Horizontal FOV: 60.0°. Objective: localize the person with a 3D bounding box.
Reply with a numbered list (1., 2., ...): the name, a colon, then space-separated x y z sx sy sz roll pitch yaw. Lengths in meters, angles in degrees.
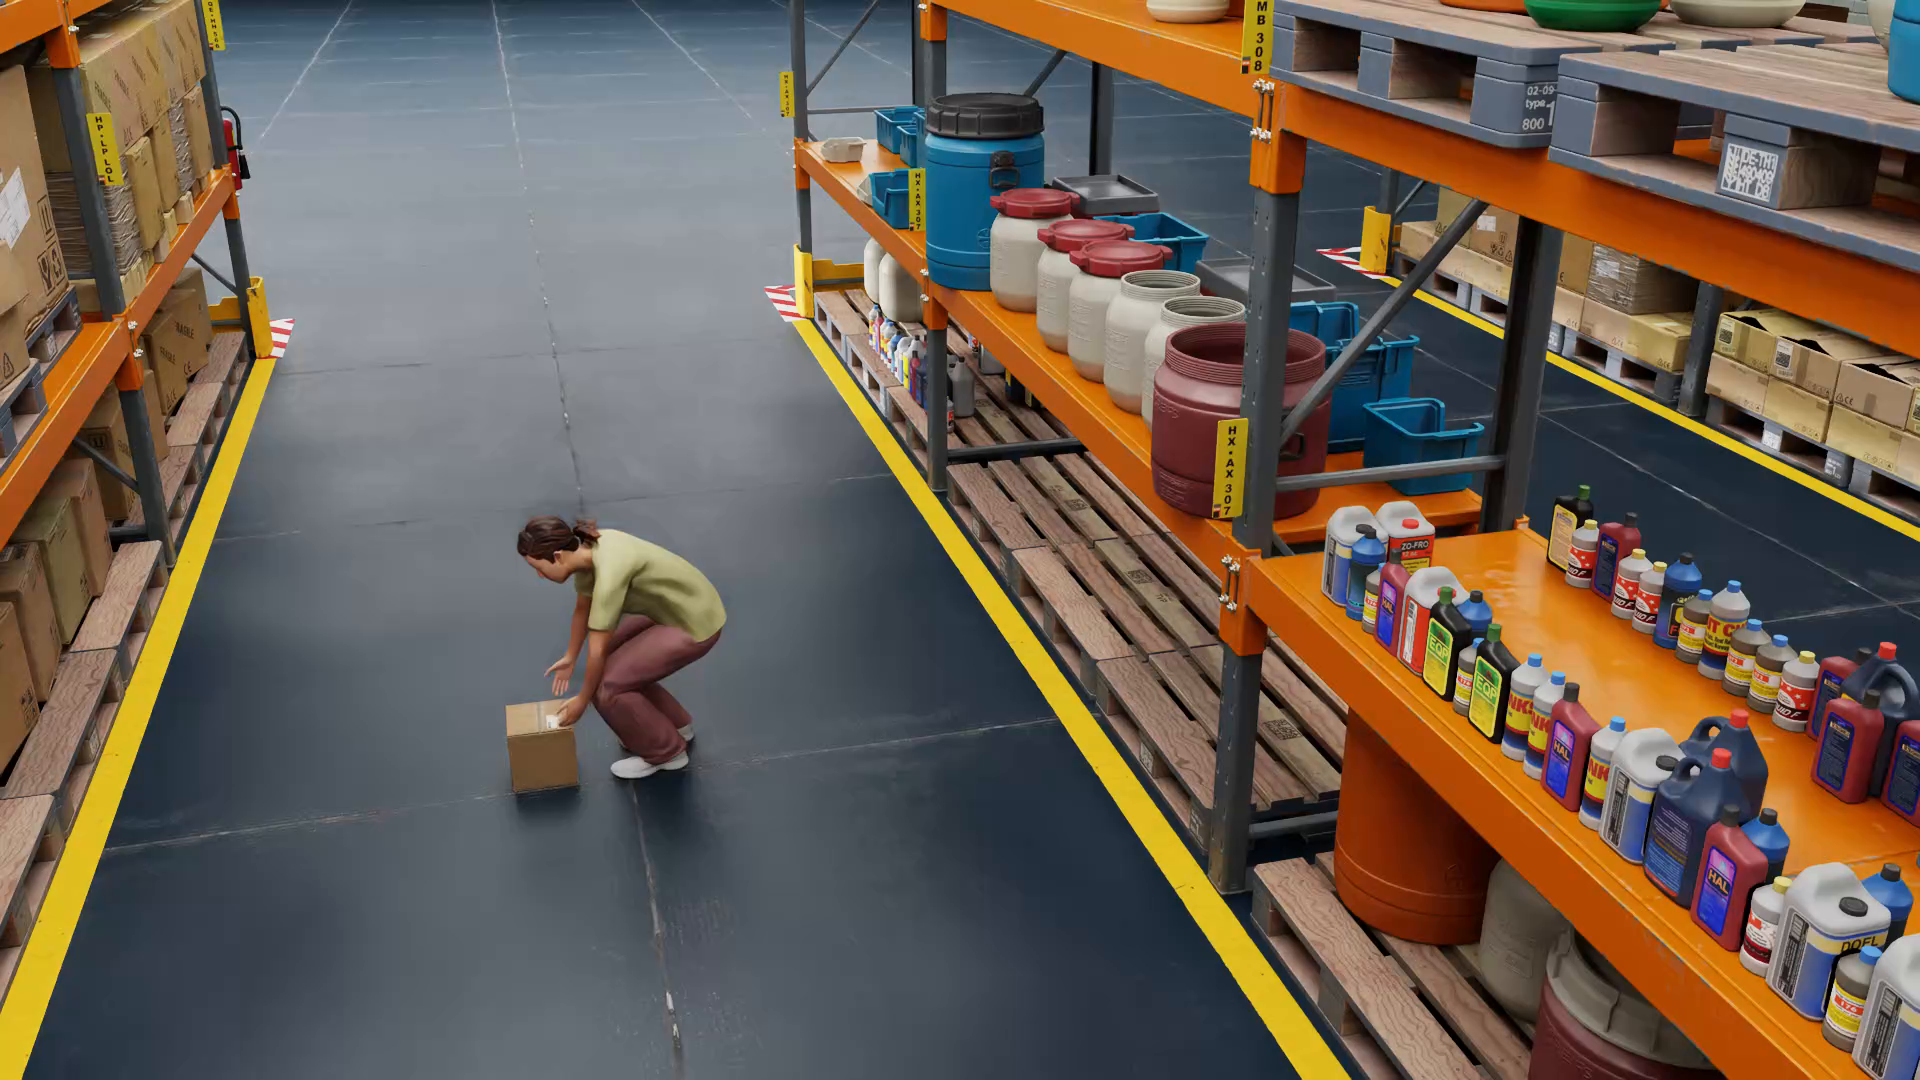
1. person: -1.279 0.384 6.431 0.757 1.103 0.502 -6 24 -14
